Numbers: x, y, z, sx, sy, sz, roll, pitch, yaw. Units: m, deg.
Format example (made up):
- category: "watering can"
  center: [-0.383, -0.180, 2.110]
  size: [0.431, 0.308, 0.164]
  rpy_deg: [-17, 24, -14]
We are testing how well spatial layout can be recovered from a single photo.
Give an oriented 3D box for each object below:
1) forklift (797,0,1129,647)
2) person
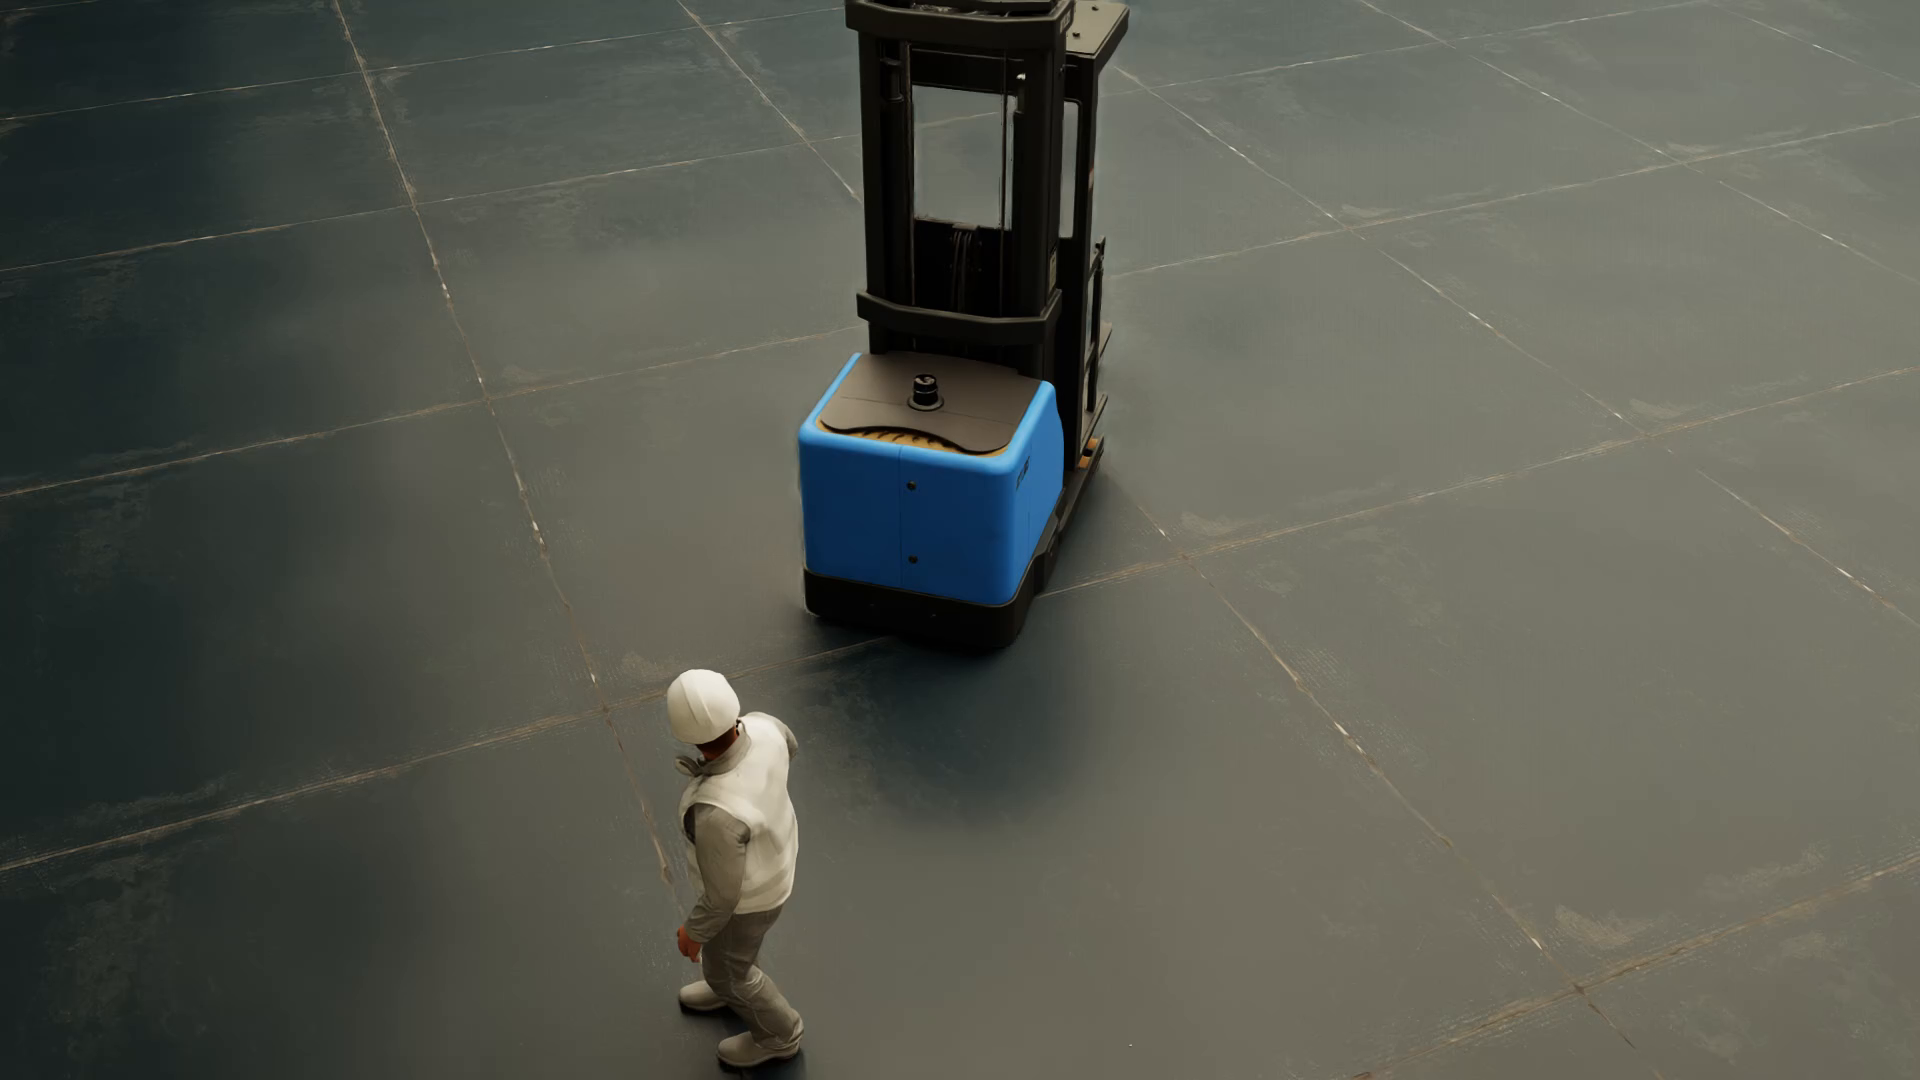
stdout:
- category: "forklift"
  center: [0.161, -1.544, 8.270]
  size: [1.130, 2.935, 3.031]
  rpy_deg: [10, 37, 14]
- category: "person"
  center: [-0.804, 1.110, 5.556]
  size: [0.516, 1.754, 0.733]
  rpy_deg: [2, 35, 3]
